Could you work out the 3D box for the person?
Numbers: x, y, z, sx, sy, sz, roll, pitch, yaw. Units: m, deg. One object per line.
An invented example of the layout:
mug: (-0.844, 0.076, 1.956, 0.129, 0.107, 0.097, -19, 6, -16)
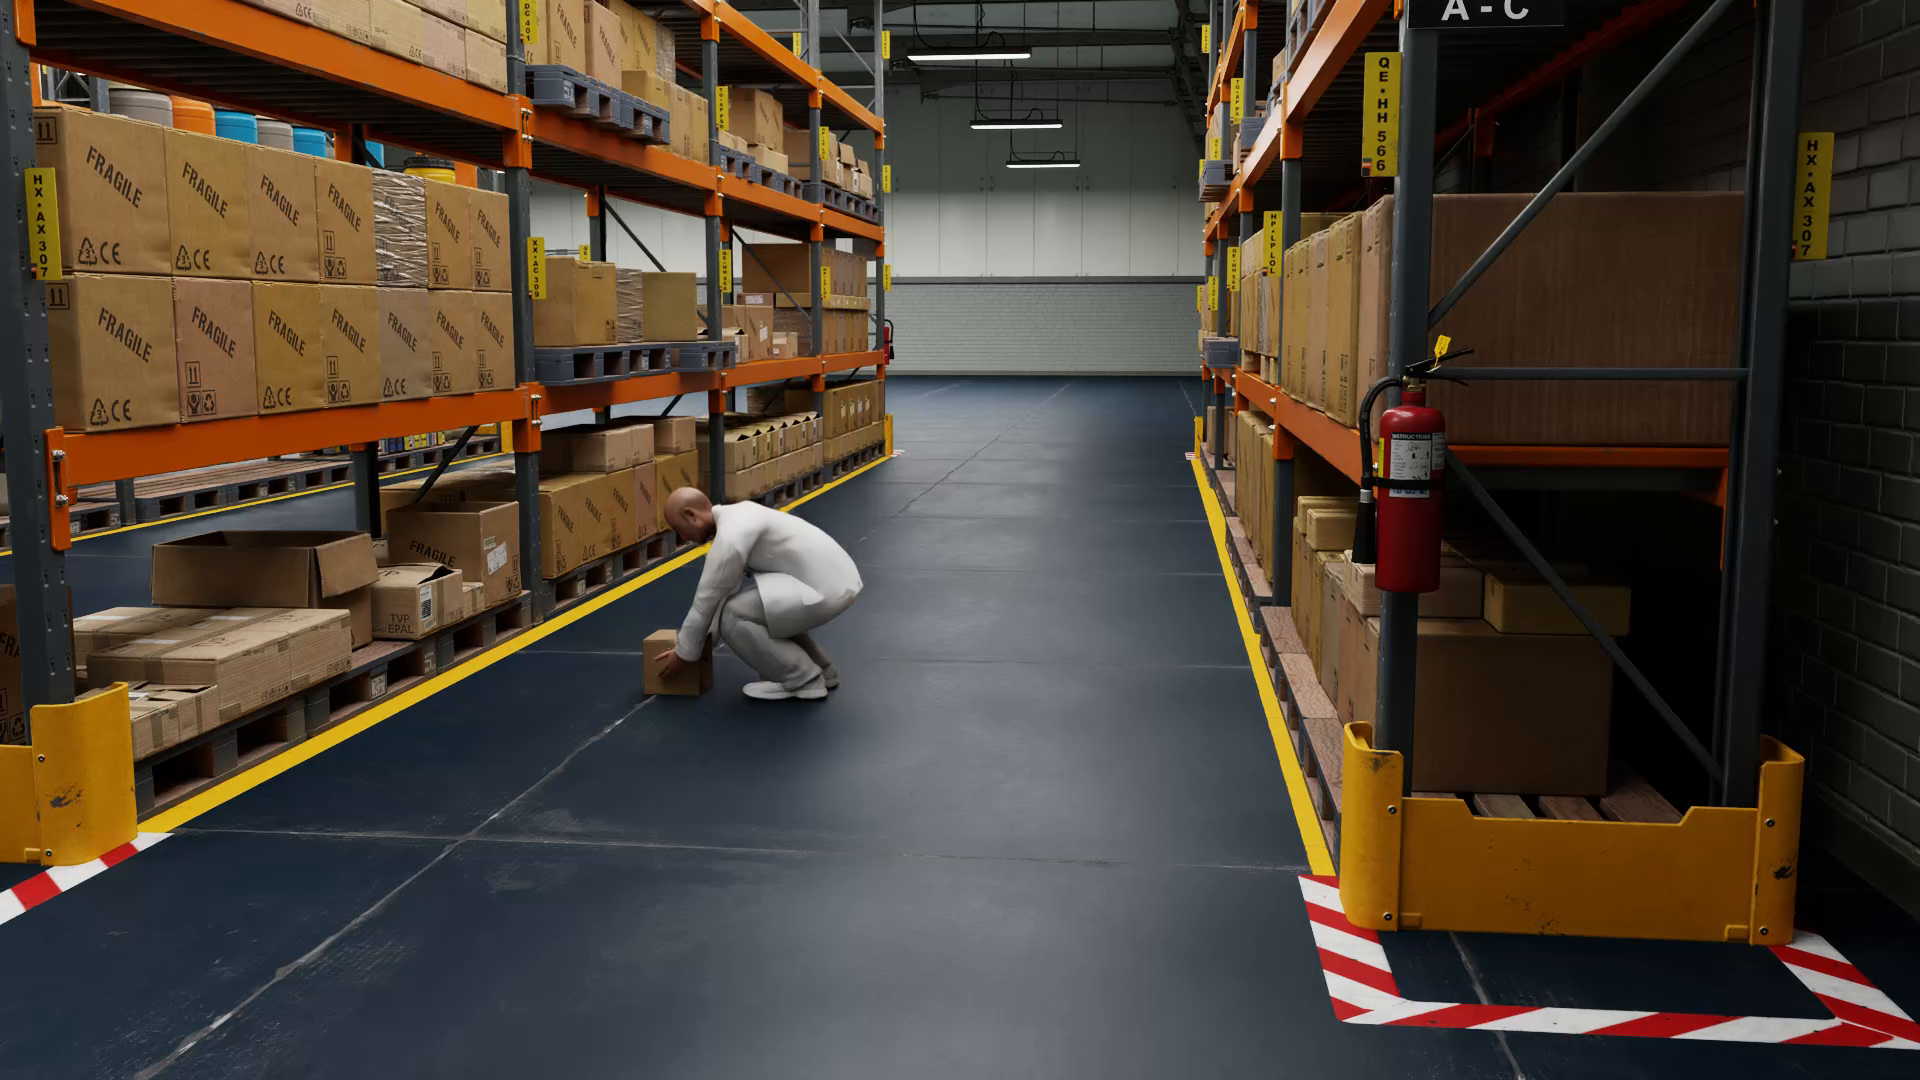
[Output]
person: (-0.893, 0.225, 7.408, 0.913, 0.930, 0.608, 1, 7, 6)
